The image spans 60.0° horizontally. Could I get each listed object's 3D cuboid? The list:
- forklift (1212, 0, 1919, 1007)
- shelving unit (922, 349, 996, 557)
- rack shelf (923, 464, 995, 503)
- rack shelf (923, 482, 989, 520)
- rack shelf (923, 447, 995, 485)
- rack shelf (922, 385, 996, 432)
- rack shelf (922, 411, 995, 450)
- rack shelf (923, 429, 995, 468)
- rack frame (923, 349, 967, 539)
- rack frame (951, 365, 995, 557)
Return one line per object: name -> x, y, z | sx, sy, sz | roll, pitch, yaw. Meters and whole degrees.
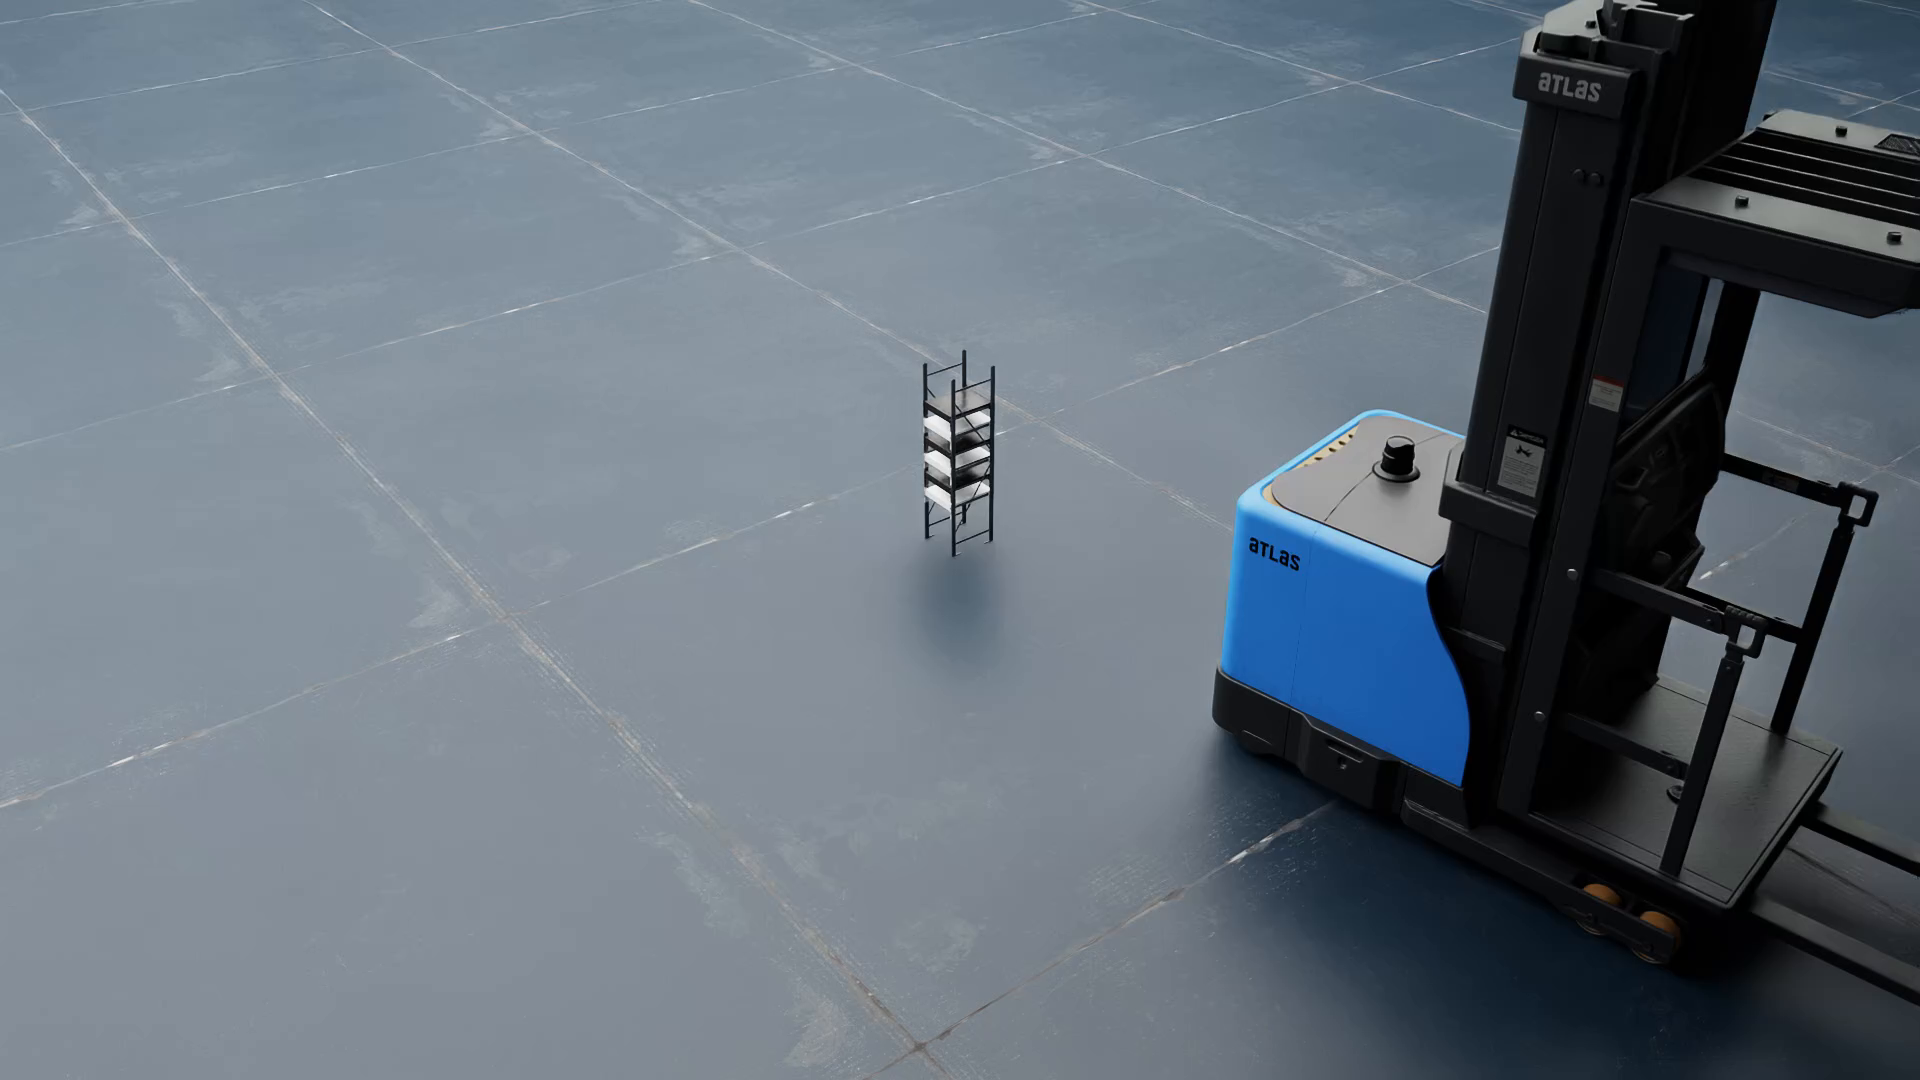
forklift -> 2.418, -0.162, 5.232 | 3.031, 2.935, 1.130 | 25, 40, 35
shelving unit -> -0.005, -0.386, 7.518 | 0.258, 0.900, 0.210 | -22, 38, -31
rack shelf -> -0.005, -0.281, 7.583 | 0.258, 0.077, 0.200 | -22, 38, -31
rack shelf -> -0.005, -0.204, 7.631 | 0.258, 0.077, 0.200 | -22, 38, -31
rack shelf -> -0.005, -0.357, 7.536 | 0.258, 0.077, 0.200 | -22, 38, -31
rack shelf -> -0.005, -0.587, 7.393 | 0.258, 0.077, 0.200 | -22, 38, -31
rack shelf -> -0.005, -0.510, 7.441 | 0.258, 0.077, 0.200 | -22, 38, -31
rack shelf -> -0.005, -0.434, 7.488 | 0.258, 0.077, 0.200 | -22, 38, -31
rack frame -> -0.067, -0.428, 7.586 | 0.240, 0.900, 0.006 | -22, 38, -31
rack frame -> 0.057, -0.343, 7.450 | 0.240, 0.900, 0.006 | -22, 38, -31
